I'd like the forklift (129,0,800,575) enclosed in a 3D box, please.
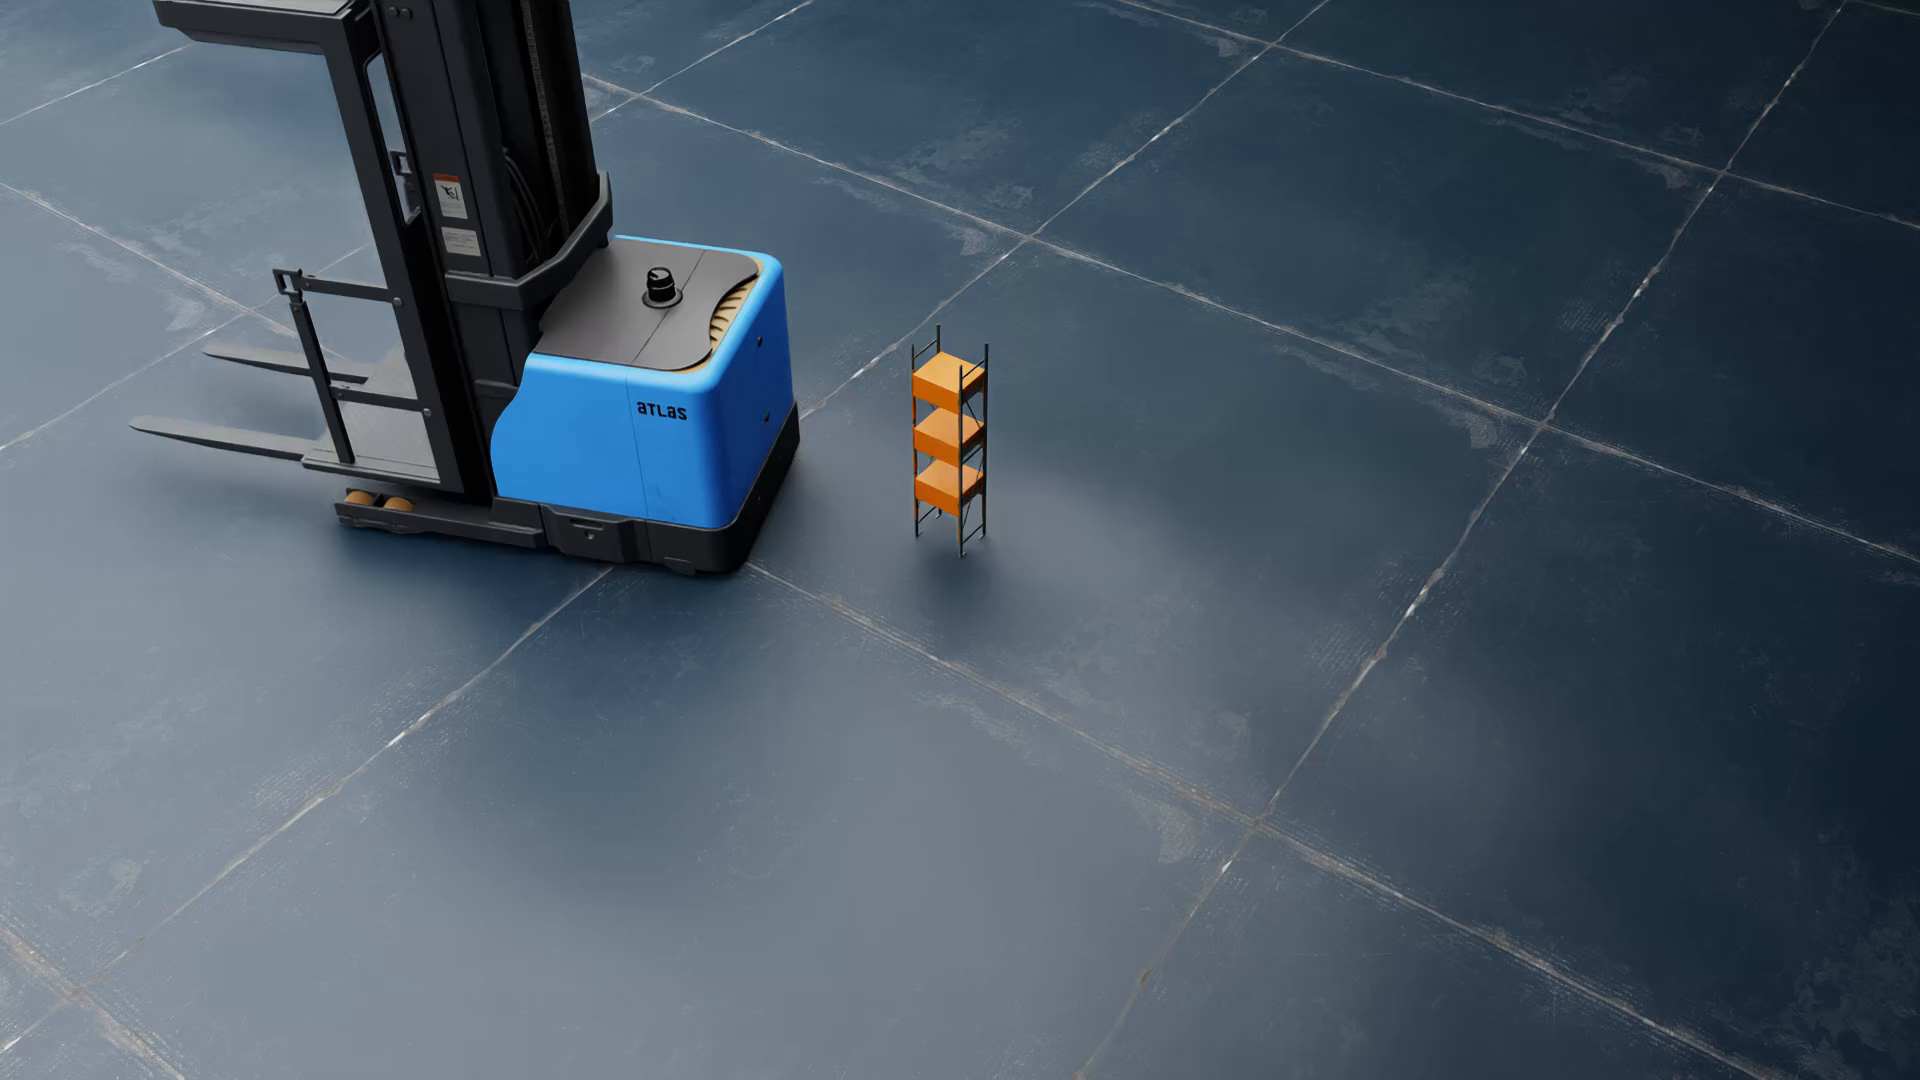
[{"bbox_3d":[-2.335,-1.453,6.924,3.031,2.935,1.130,9,43,10],"label":"forklift"}]

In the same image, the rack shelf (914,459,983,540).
[{"bbox_3d":[-0.044,-0.197,7.364,0.240,0.259,0.215,25,48,25],"label":"rack shelf"}]

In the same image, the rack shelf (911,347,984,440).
[{"bbox_3d":[-0.044,-0.615,6.989,0.240,0.259,0.215,25,48,25],"label":"rack shelf"}]

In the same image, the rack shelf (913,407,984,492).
[{"bbox_3d":[-0.044,-0.404,7.178,0.240,0.259,0.215,25,48,25],"label":"rack shelf"}]

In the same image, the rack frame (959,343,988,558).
[{"bbox_3d":[0.056,-0.365,7.119,0.008,1.050,0.200,25,48,25],"label":"rack frame"}]

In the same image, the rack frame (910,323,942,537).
[{"bbox_3d":[-0.144,-0.458,7.223,0.008,1.050,0.200,25,48,25],"label":"rack frame"}]

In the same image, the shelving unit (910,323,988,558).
[{"bbox_3d":[-0.044,-0.412,7.171,0.252,1.050,0.215,25,48,25],"label":"shelving unit"}]
